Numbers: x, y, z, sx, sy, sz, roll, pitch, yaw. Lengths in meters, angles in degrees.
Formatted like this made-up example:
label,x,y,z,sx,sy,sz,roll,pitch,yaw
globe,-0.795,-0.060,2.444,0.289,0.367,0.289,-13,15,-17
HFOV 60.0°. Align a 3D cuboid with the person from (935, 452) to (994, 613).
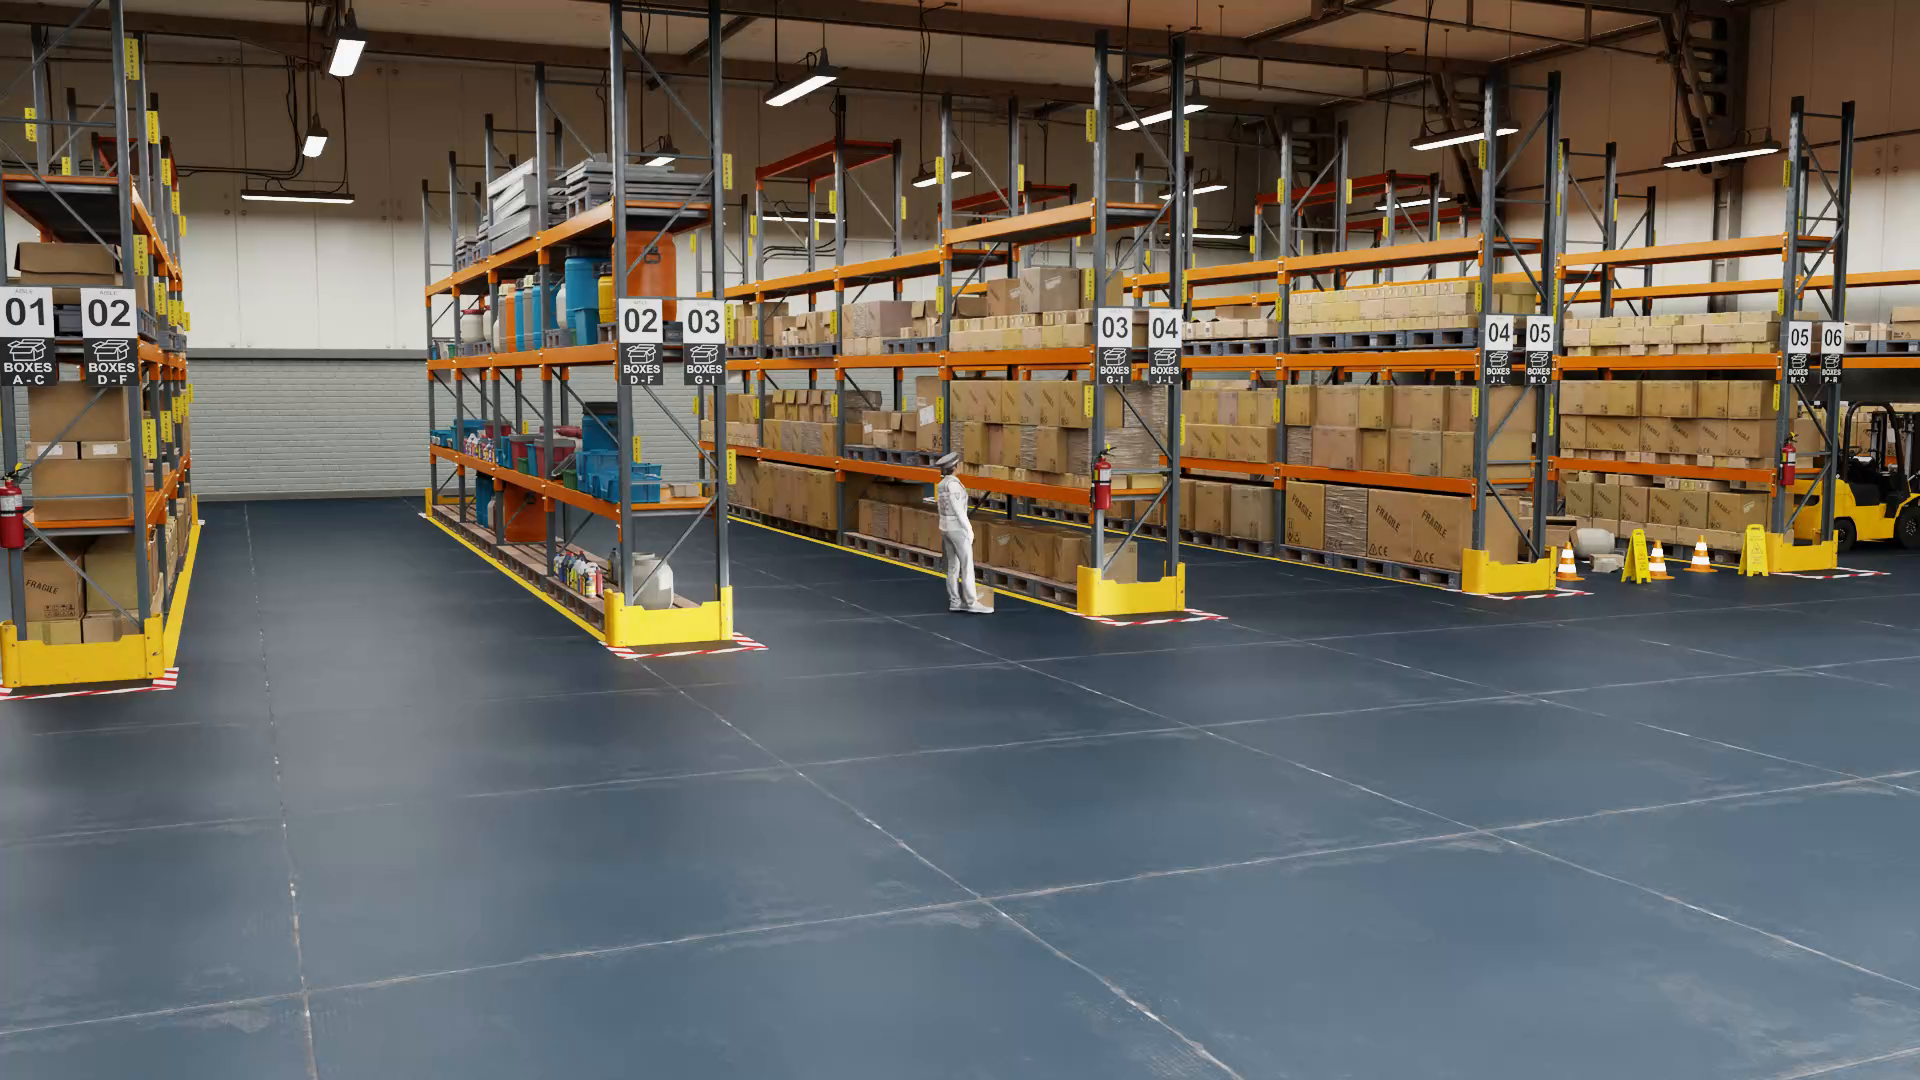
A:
label,x,y,z,sx,sy,sz,roll,pitch,yaw
person,0.015,-0.088,17.652,0.533,1.697,0.588,-2,6,-24
